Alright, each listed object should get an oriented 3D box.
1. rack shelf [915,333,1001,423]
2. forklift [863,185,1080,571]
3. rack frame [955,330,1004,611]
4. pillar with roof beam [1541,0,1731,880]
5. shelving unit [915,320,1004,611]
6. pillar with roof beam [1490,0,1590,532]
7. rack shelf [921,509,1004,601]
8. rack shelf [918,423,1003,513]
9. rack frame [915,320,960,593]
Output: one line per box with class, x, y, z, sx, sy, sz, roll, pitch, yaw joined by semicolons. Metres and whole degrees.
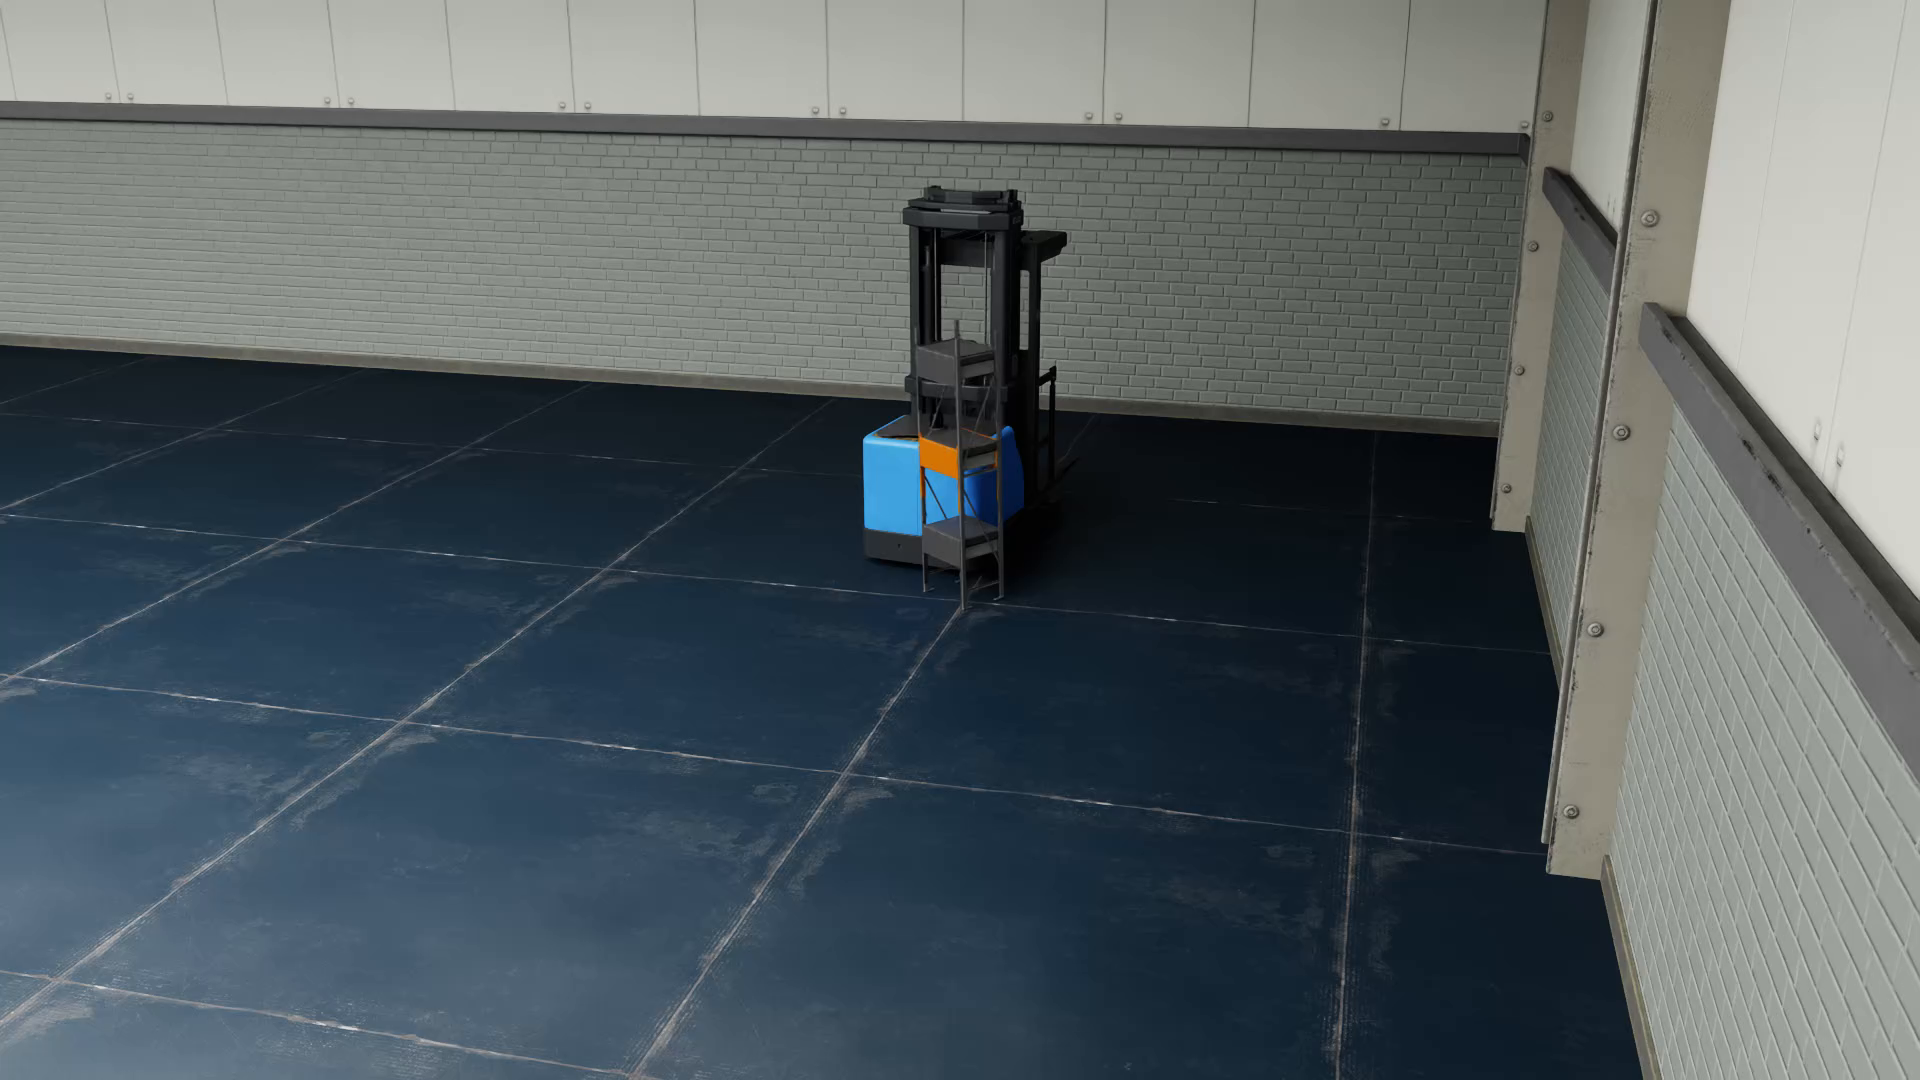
rack shelf;-0.013;-1.205;12.324;0.431;0.518;0.480;-16;24;-35
forklift;0.245;-1.575;14.263;1.130;2.935;3.031;8;20;22
rack frame;0.153;-0.498;12.375;0.400;2.100;0.015;-16;24;-35
pillar with roof beam;-0.821;-2.856;8.627;9.100;9.000;0.400;5;19;13
shelving unit;0.004;-0.560;12.558;0.431;2.100;0.503;-16;24;-35
pillar with roof beam;0.645;-4.737;14.133;9.100;9.000;0.400;5;19;13
rack shelf;0.022;0.110;12.802;0.431;0.518;0.480;-16;24;-35
rack shelf;0.005;-0.548;12.563;0.431;0.518;0.480;-16;24;-35
rack frame;-0.145;-0.623;12.741;0.400;2.100;0.015;-16;24;-35
